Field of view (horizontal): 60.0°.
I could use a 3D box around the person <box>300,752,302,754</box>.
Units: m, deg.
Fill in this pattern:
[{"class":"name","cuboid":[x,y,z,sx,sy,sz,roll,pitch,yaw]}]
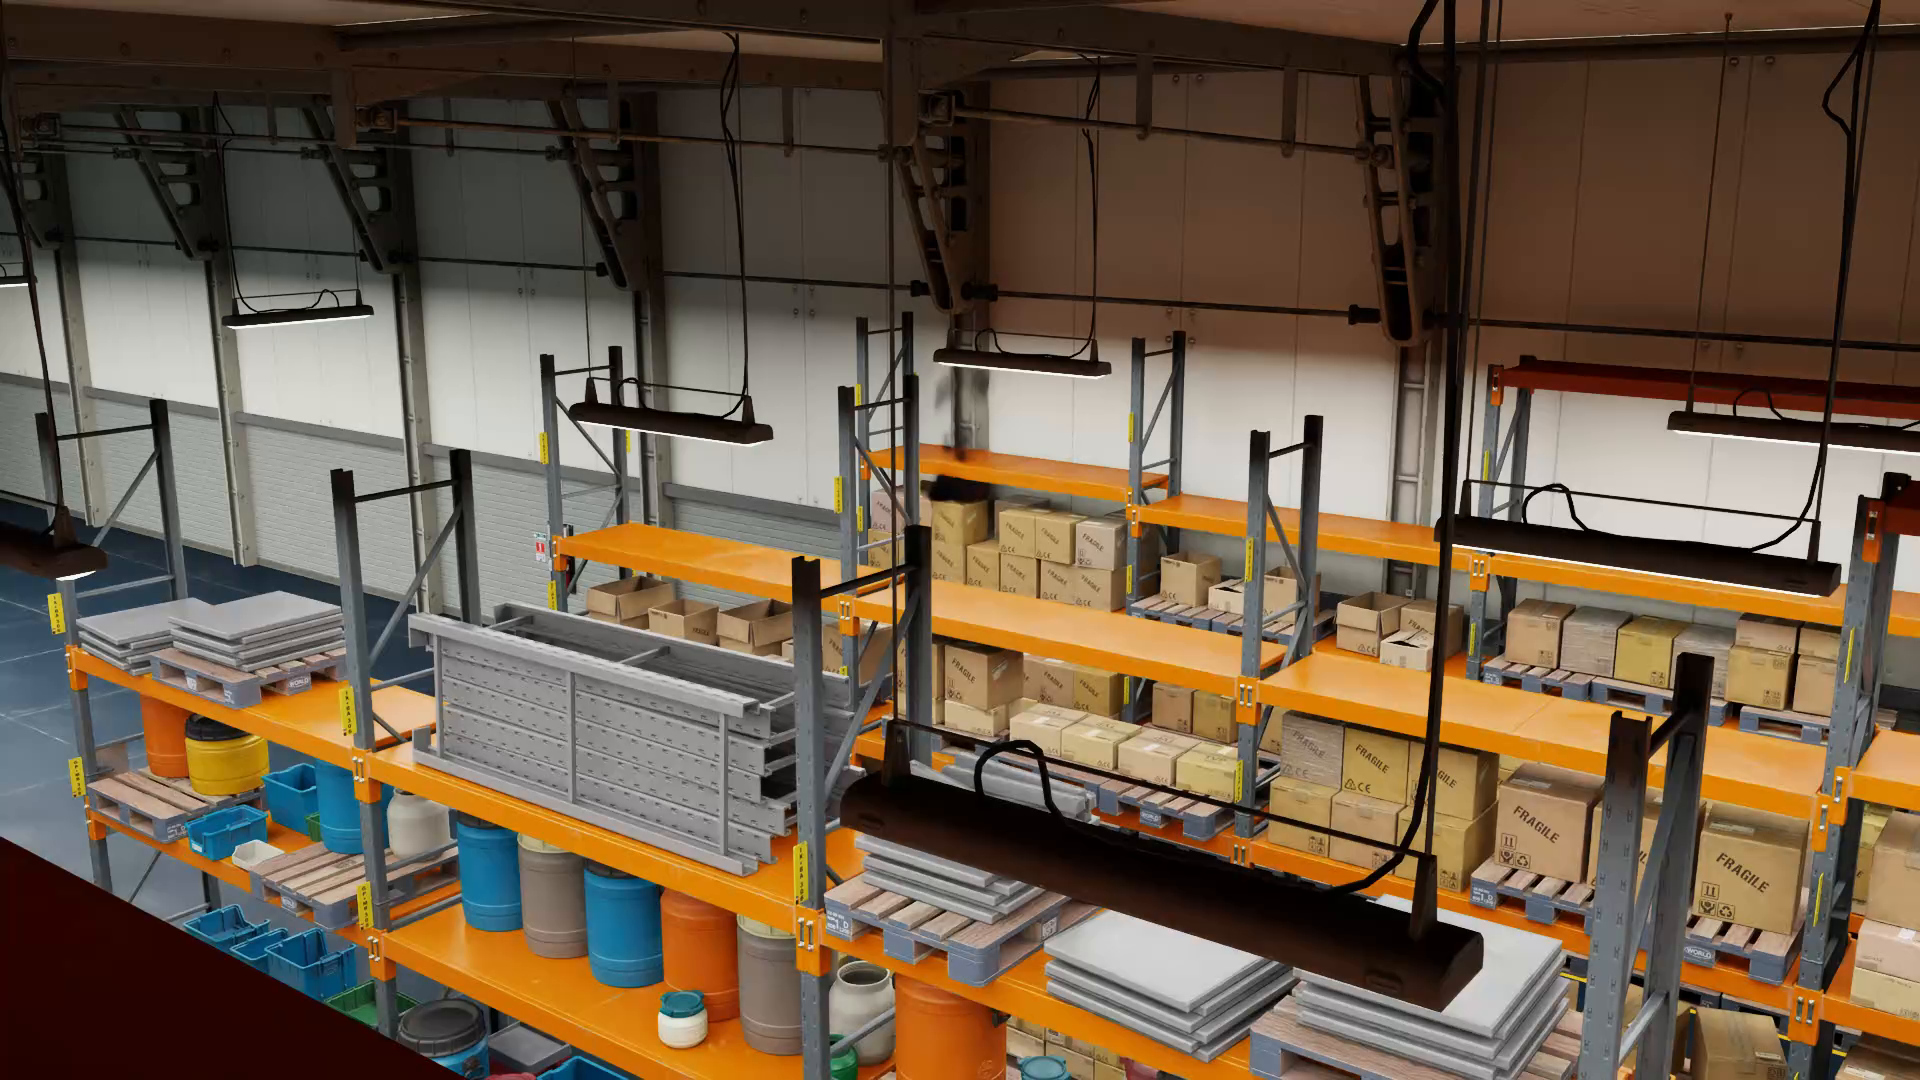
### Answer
[{"class":"person","cuboid":[-7.370,2.732,19.700,0.909,1.697,0.543,-10,17,-38]}]
